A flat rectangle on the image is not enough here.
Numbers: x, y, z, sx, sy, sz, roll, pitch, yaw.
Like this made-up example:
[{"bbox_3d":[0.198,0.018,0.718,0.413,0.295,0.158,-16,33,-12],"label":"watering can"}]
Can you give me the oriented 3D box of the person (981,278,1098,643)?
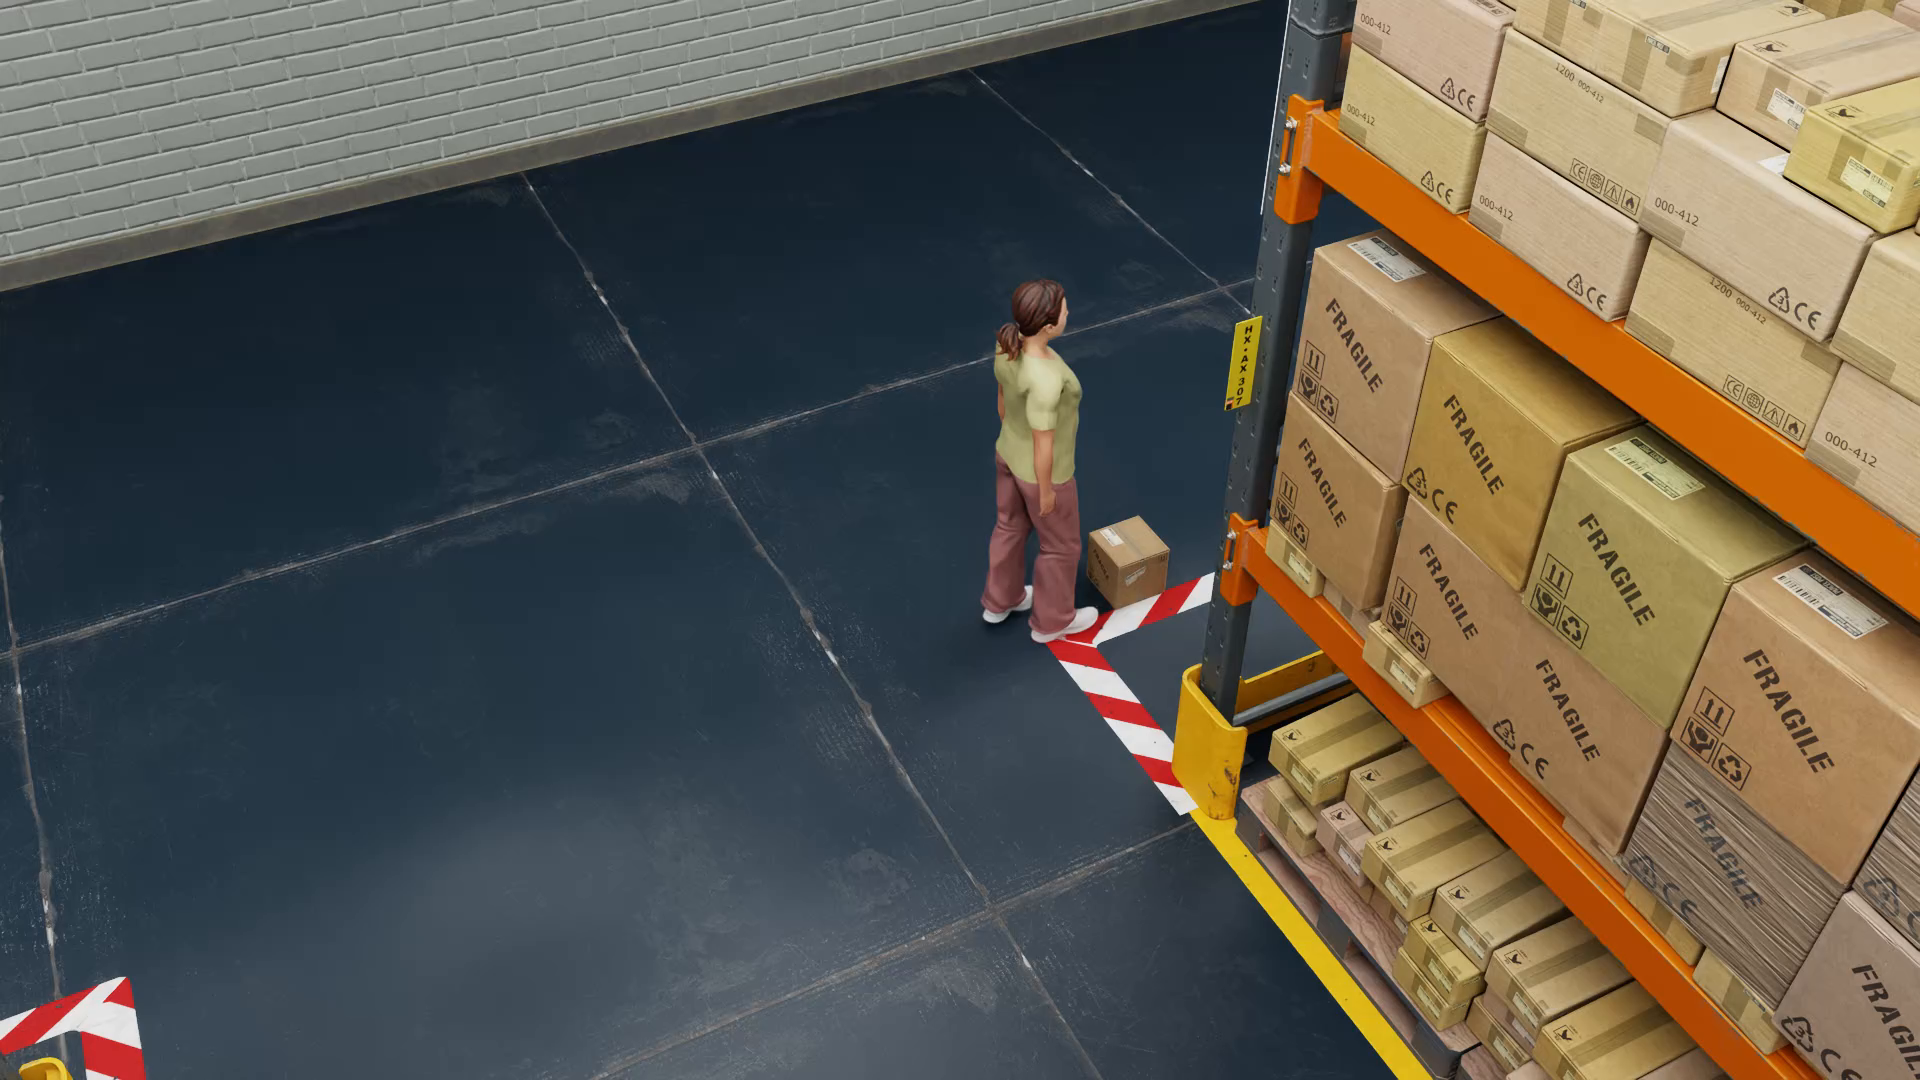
[{"bbox_3d":[0.324,-0.308,6.509,0.442,1.672,0.444,-18,44,-19],"label":"person"}]
